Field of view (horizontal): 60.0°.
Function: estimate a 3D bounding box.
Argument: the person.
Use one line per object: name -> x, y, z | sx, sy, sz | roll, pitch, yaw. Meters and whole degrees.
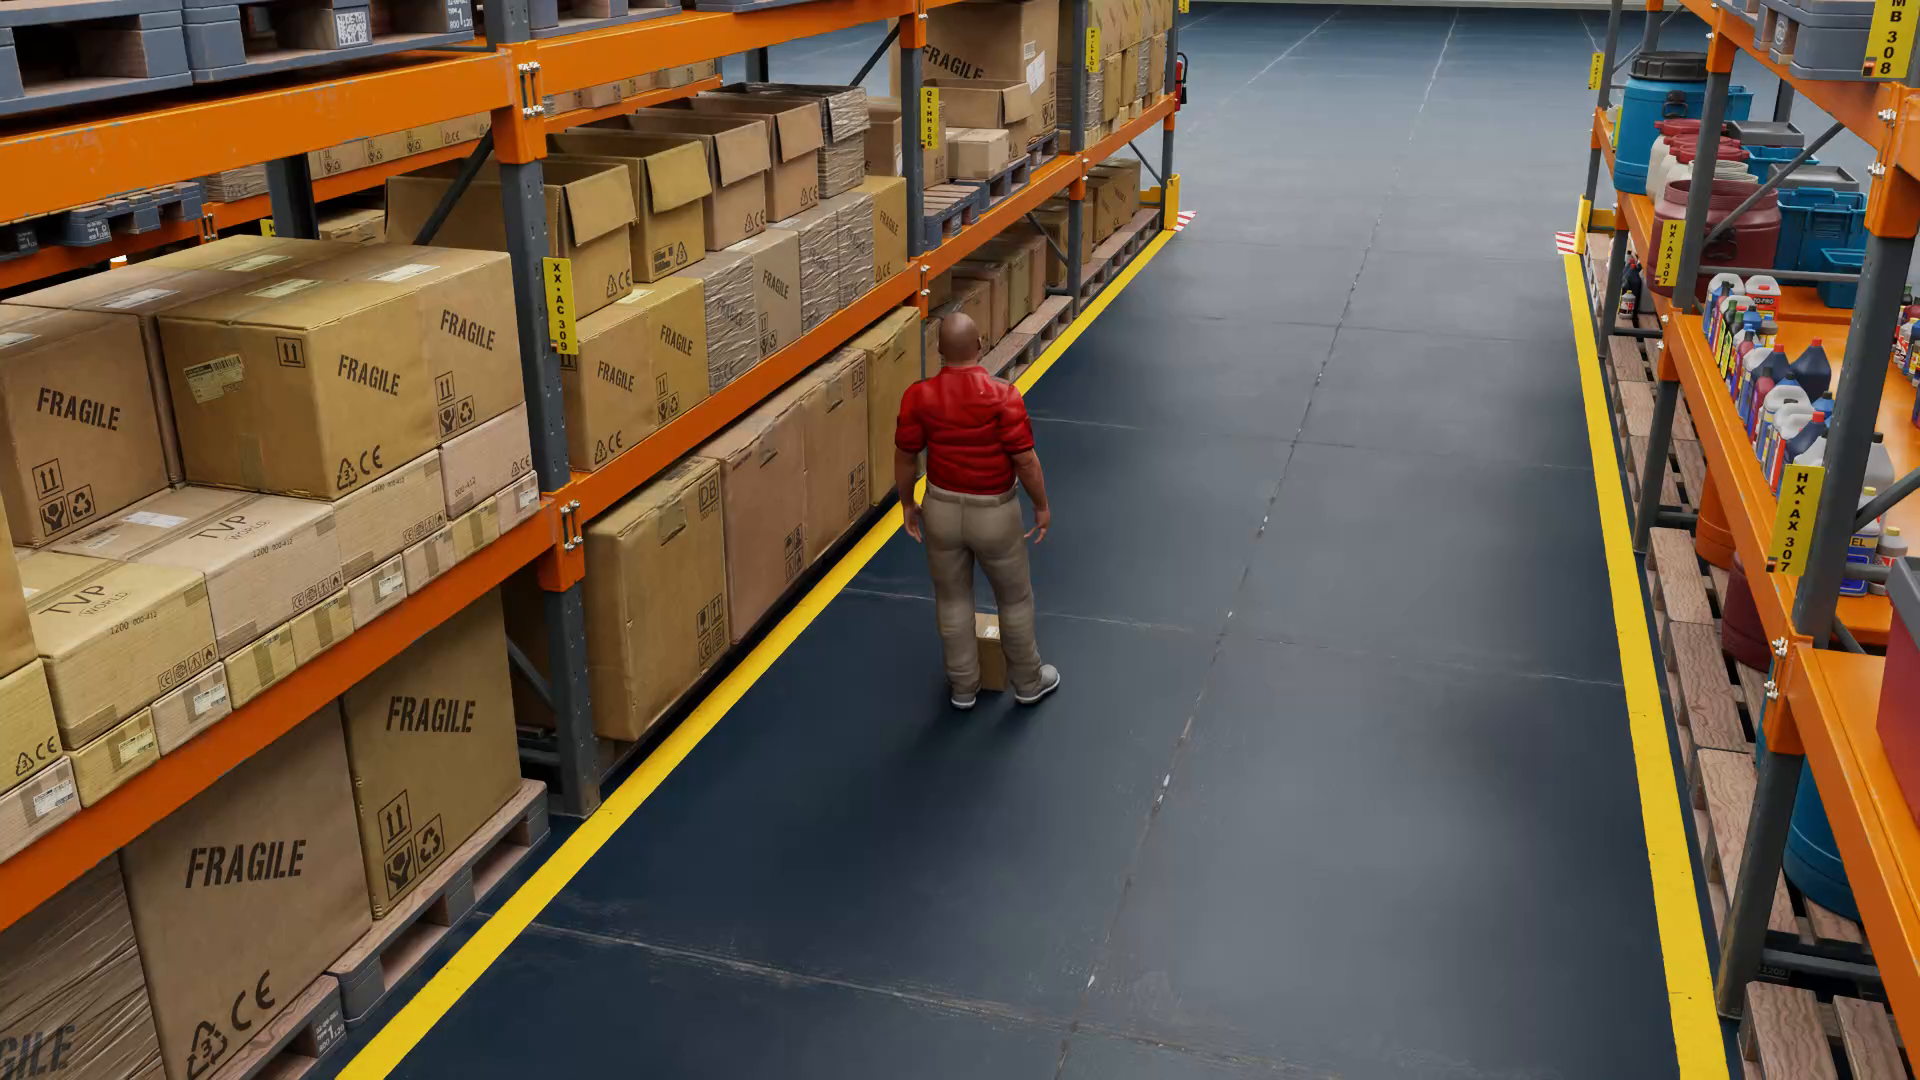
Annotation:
person -> 0.078, -0.126, 6.902 | 0.641, 1.726, 0.550 | 6, 22, 14
